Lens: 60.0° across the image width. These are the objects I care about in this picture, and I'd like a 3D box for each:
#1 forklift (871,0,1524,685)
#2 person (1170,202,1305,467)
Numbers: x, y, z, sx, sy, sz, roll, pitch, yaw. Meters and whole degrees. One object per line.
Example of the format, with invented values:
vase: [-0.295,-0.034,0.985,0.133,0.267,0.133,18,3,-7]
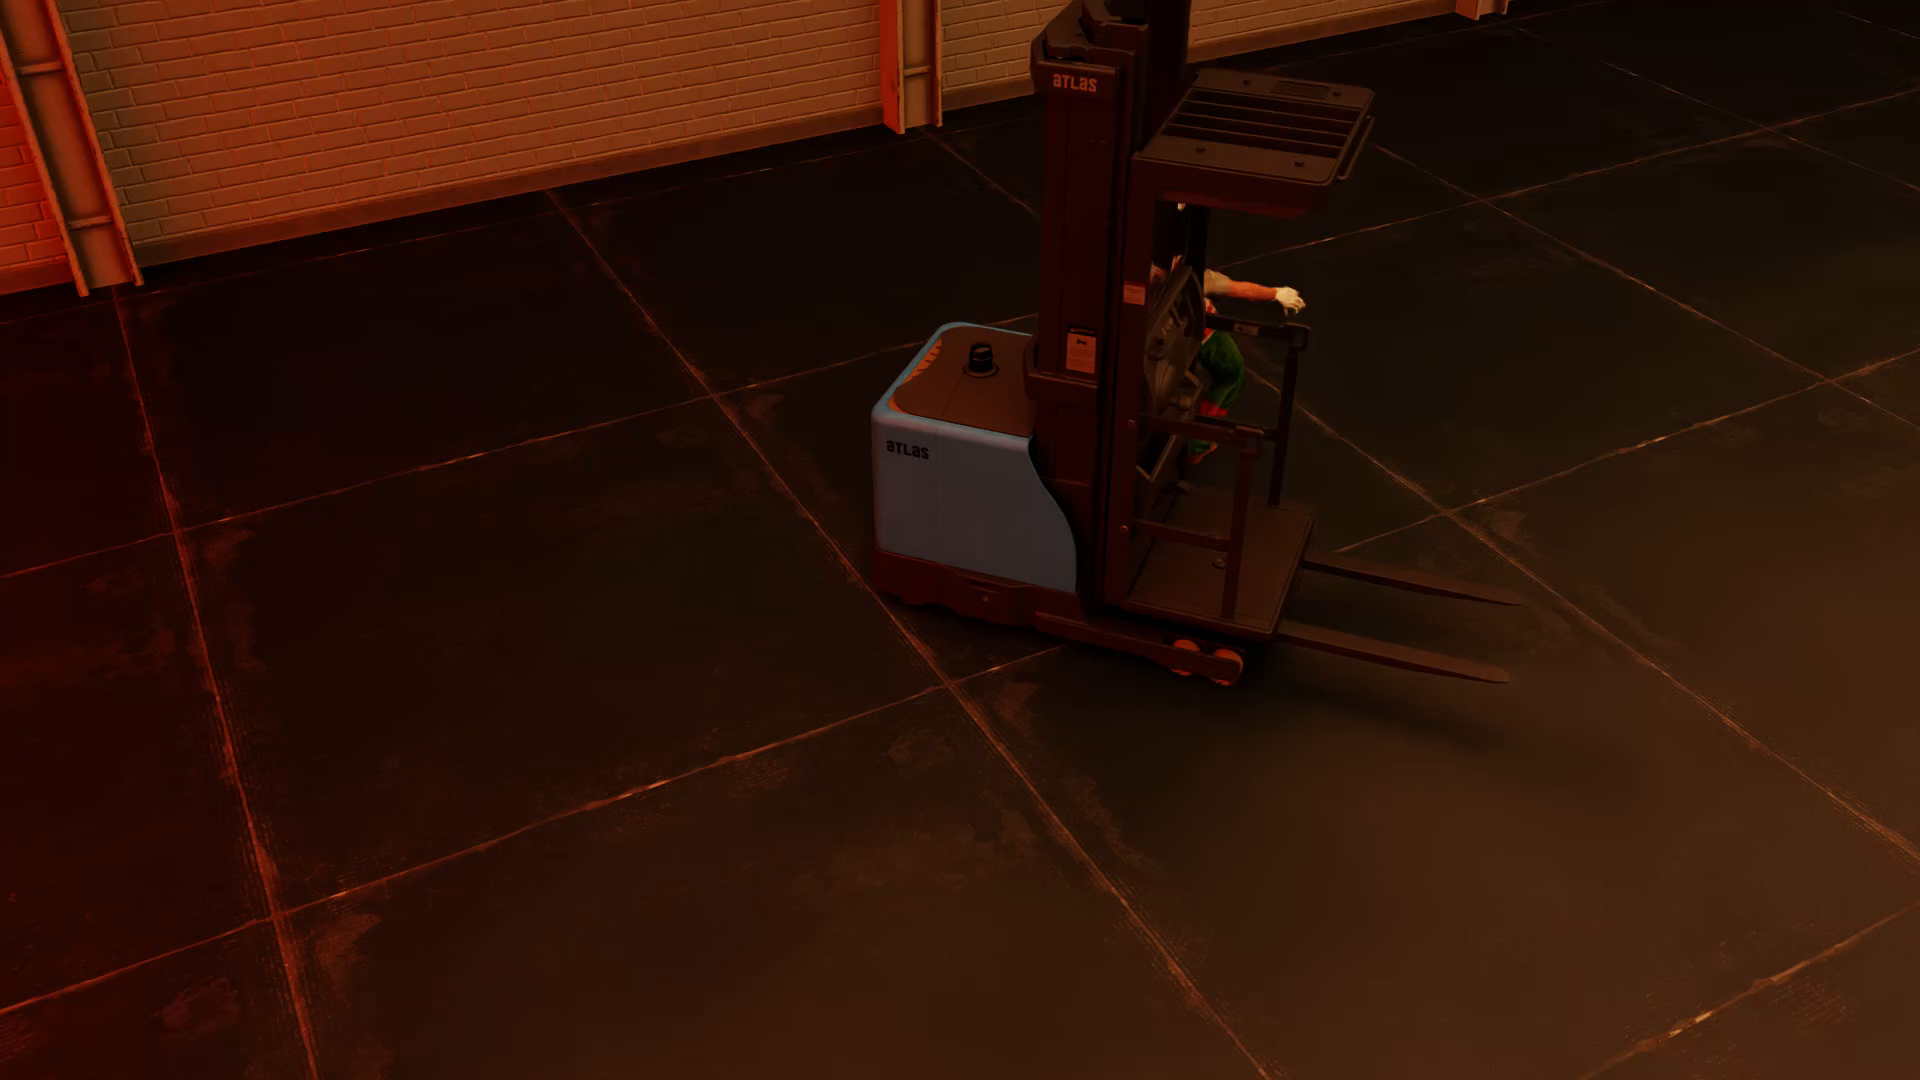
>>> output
forklift: [1.142,-0.874,7.359,3.031,2.935,1.130,12,37,17]
person: [1.272,-1.084,8.830,1.044,1.535,0.775,10,37,14]
